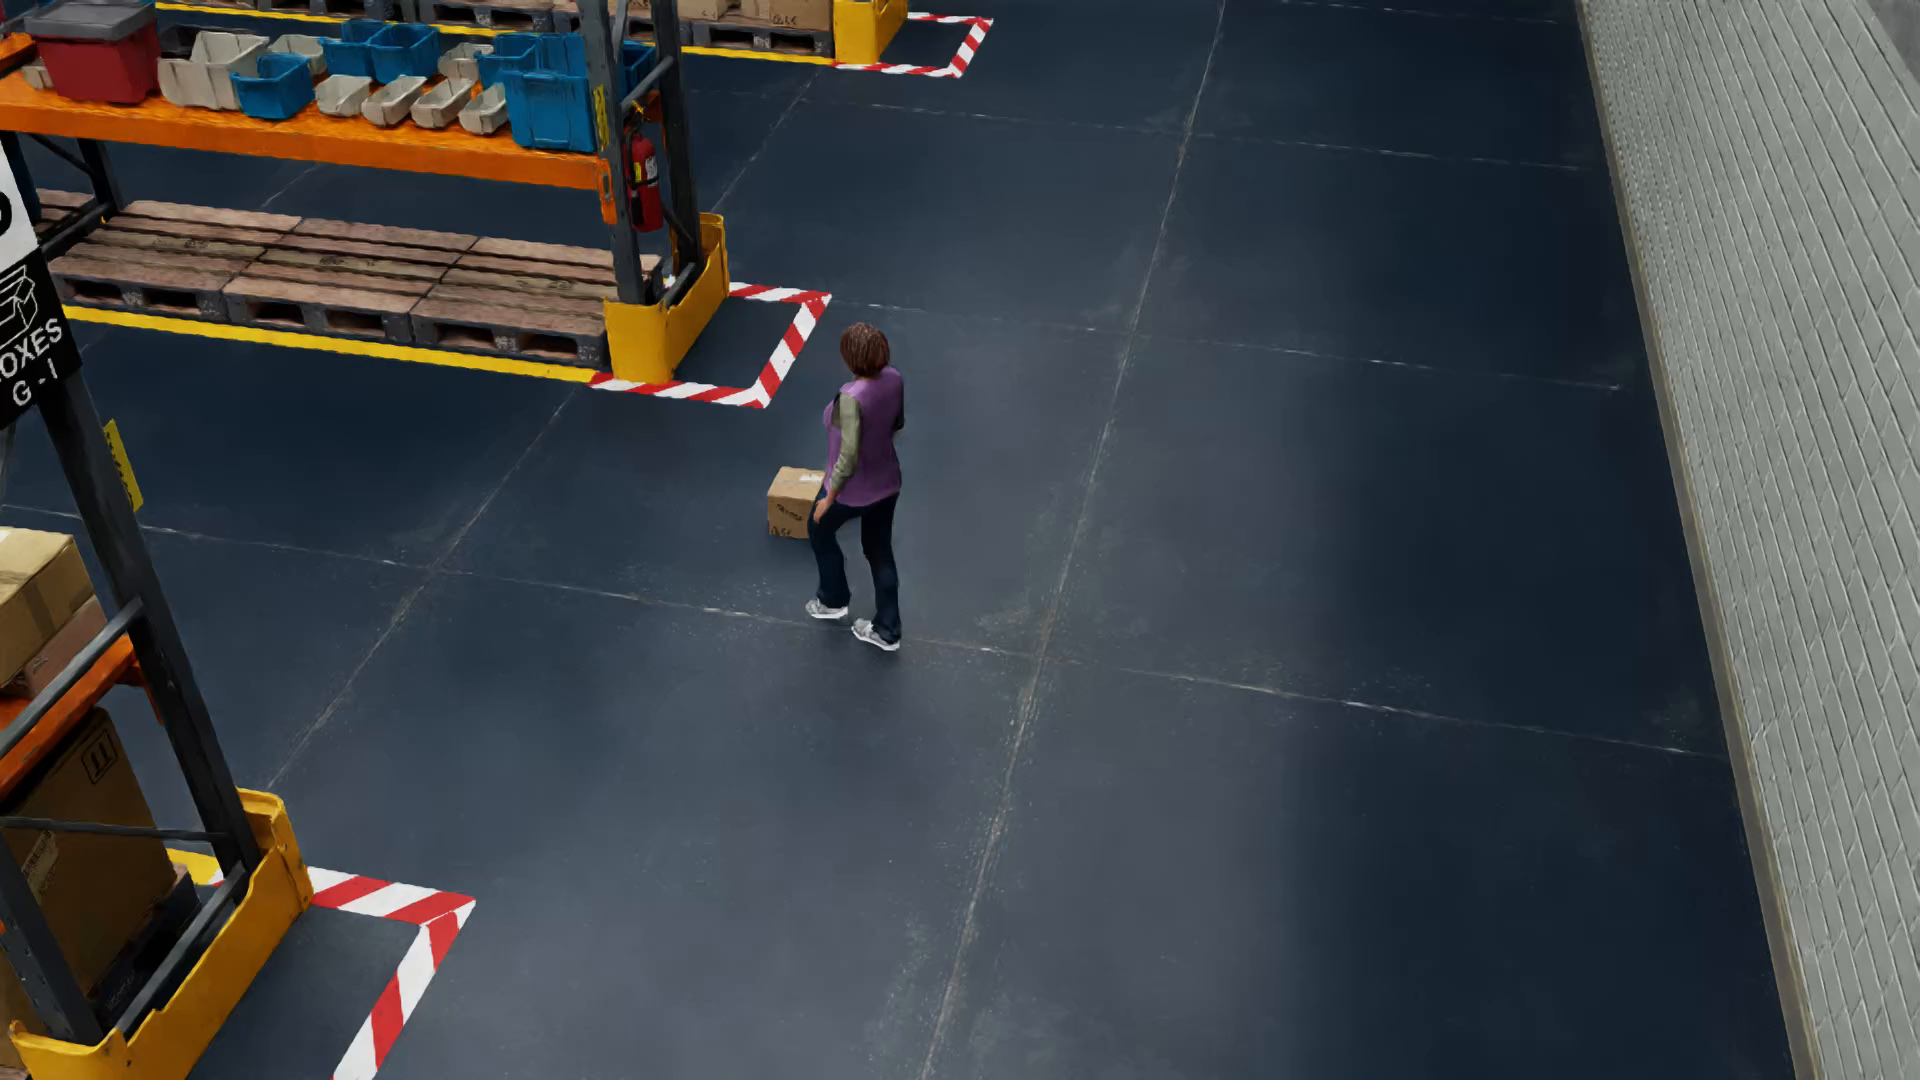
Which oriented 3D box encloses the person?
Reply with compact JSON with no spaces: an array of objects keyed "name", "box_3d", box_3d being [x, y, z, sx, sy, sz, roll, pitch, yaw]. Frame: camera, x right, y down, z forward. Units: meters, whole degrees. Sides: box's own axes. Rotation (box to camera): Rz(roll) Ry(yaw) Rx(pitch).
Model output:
[{"name":"person","box_3d":[-0.454,-0.230,7.313,0.585,1.606,0.562,29,46,33]}]
